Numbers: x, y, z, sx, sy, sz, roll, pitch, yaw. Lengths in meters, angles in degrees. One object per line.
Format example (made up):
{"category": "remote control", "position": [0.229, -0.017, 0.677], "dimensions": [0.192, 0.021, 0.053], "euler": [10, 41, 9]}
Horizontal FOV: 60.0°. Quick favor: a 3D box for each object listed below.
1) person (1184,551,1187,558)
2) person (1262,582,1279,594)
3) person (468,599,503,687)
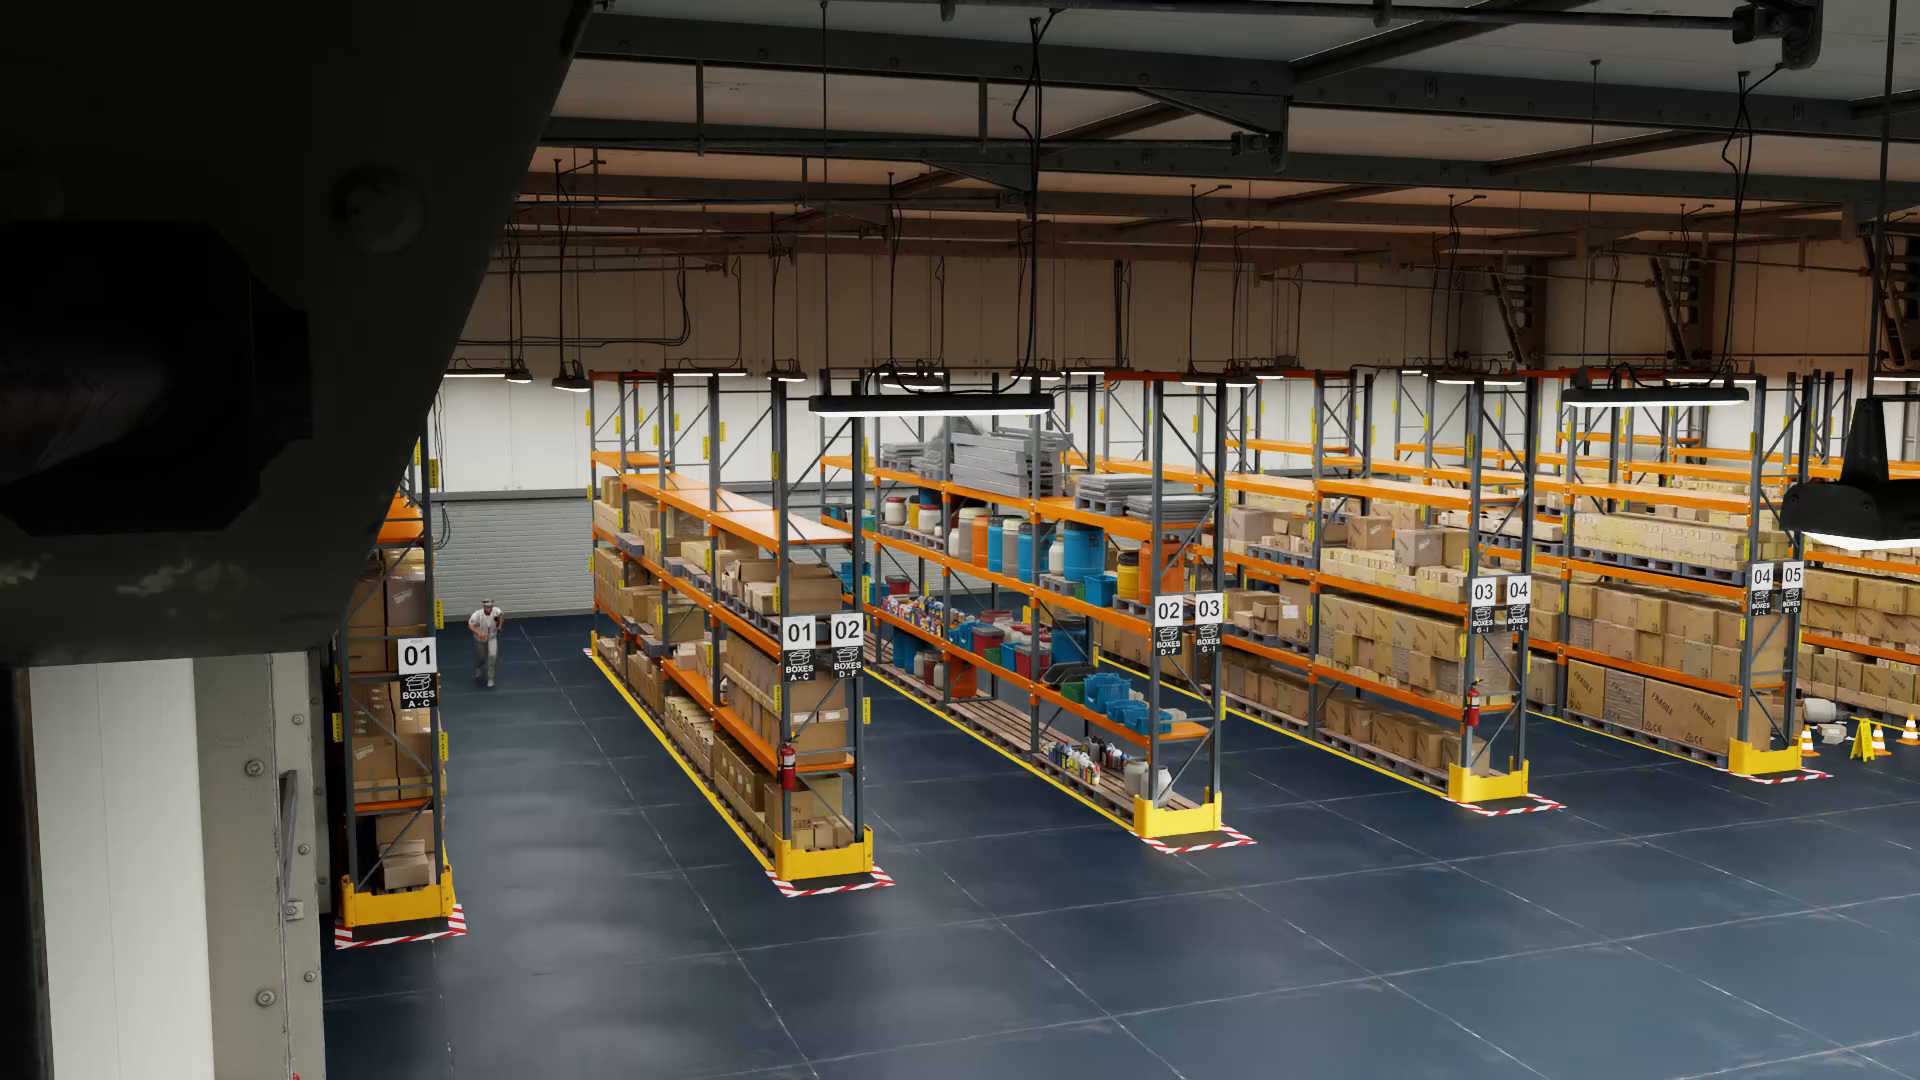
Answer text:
{"category": "person", "position": [5.455, 1.028, 40.601], "dimensions": [0.541, 1.579, 0.620], "euler": [2, 7, 19]}
{"category": "person", "position": [7.771, 0.993, 41.143], "dimensions": [0.900, 1.594, 0.575], "euler": [1, 6, 8]}
{"category": "person", "position": [-9.189, 1.940, 32.137], "dimensions": [0.697, 1.724, 1.024], "euler": [-4, 7, -31]}
